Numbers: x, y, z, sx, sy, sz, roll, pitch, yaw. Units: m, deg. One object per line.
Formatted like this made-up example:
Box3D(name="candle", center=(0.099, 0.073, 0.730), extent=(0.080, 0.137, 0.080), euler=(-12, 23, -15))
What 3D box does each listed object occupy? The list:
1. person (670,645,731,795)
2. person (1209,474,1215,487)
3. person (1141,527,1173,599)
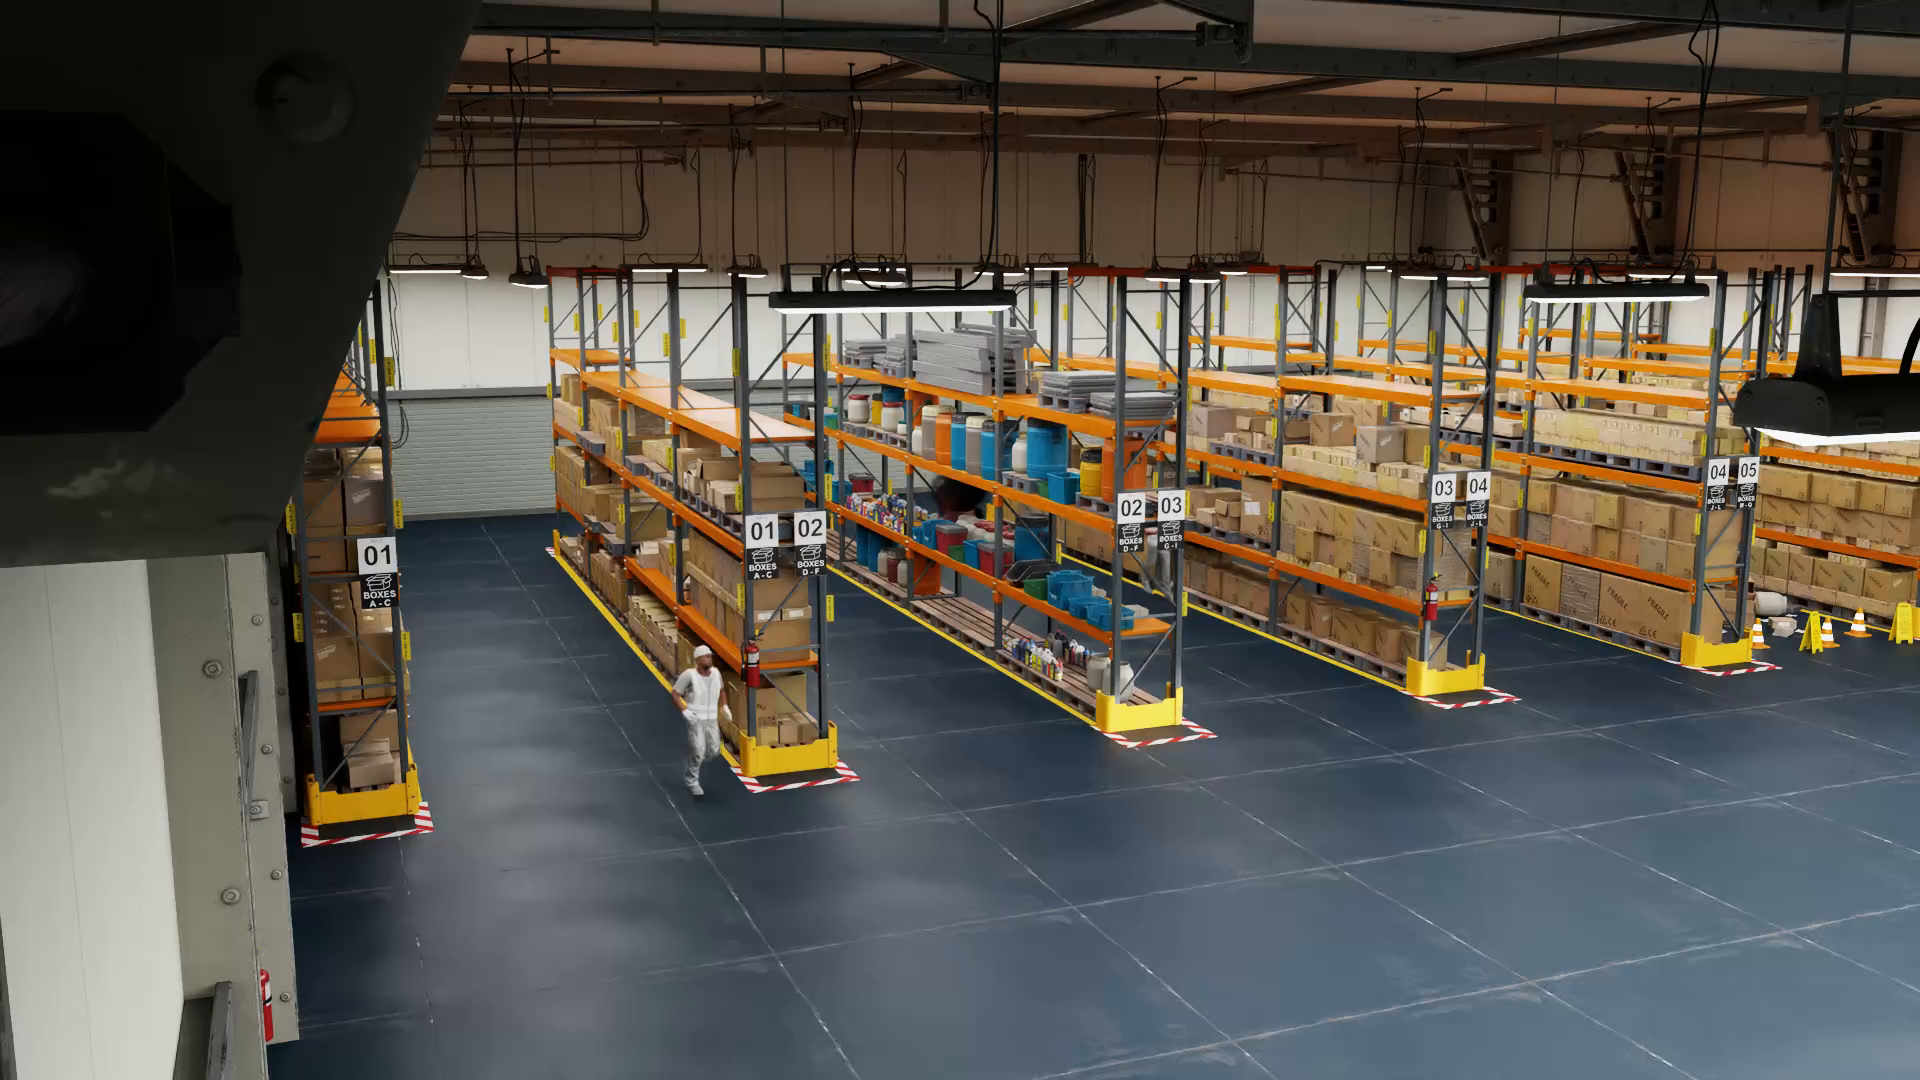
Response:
Box3D(name="person", center=(-3.052, 2.103, 19.644), extent=(0.752, 1.732, 0.548), euler=(-9, 13, -42))
Box3D(name="person", center=(6.222, -1.697, 41.581), extent=(0.782, 1.708, 0.587), euler=(5, 11, 26))
Box3D(name="person", center=(3.480, 0.086, 29.217), extent=(0.684, 1.804, 0.864), euler=(-5, 11, -26))
